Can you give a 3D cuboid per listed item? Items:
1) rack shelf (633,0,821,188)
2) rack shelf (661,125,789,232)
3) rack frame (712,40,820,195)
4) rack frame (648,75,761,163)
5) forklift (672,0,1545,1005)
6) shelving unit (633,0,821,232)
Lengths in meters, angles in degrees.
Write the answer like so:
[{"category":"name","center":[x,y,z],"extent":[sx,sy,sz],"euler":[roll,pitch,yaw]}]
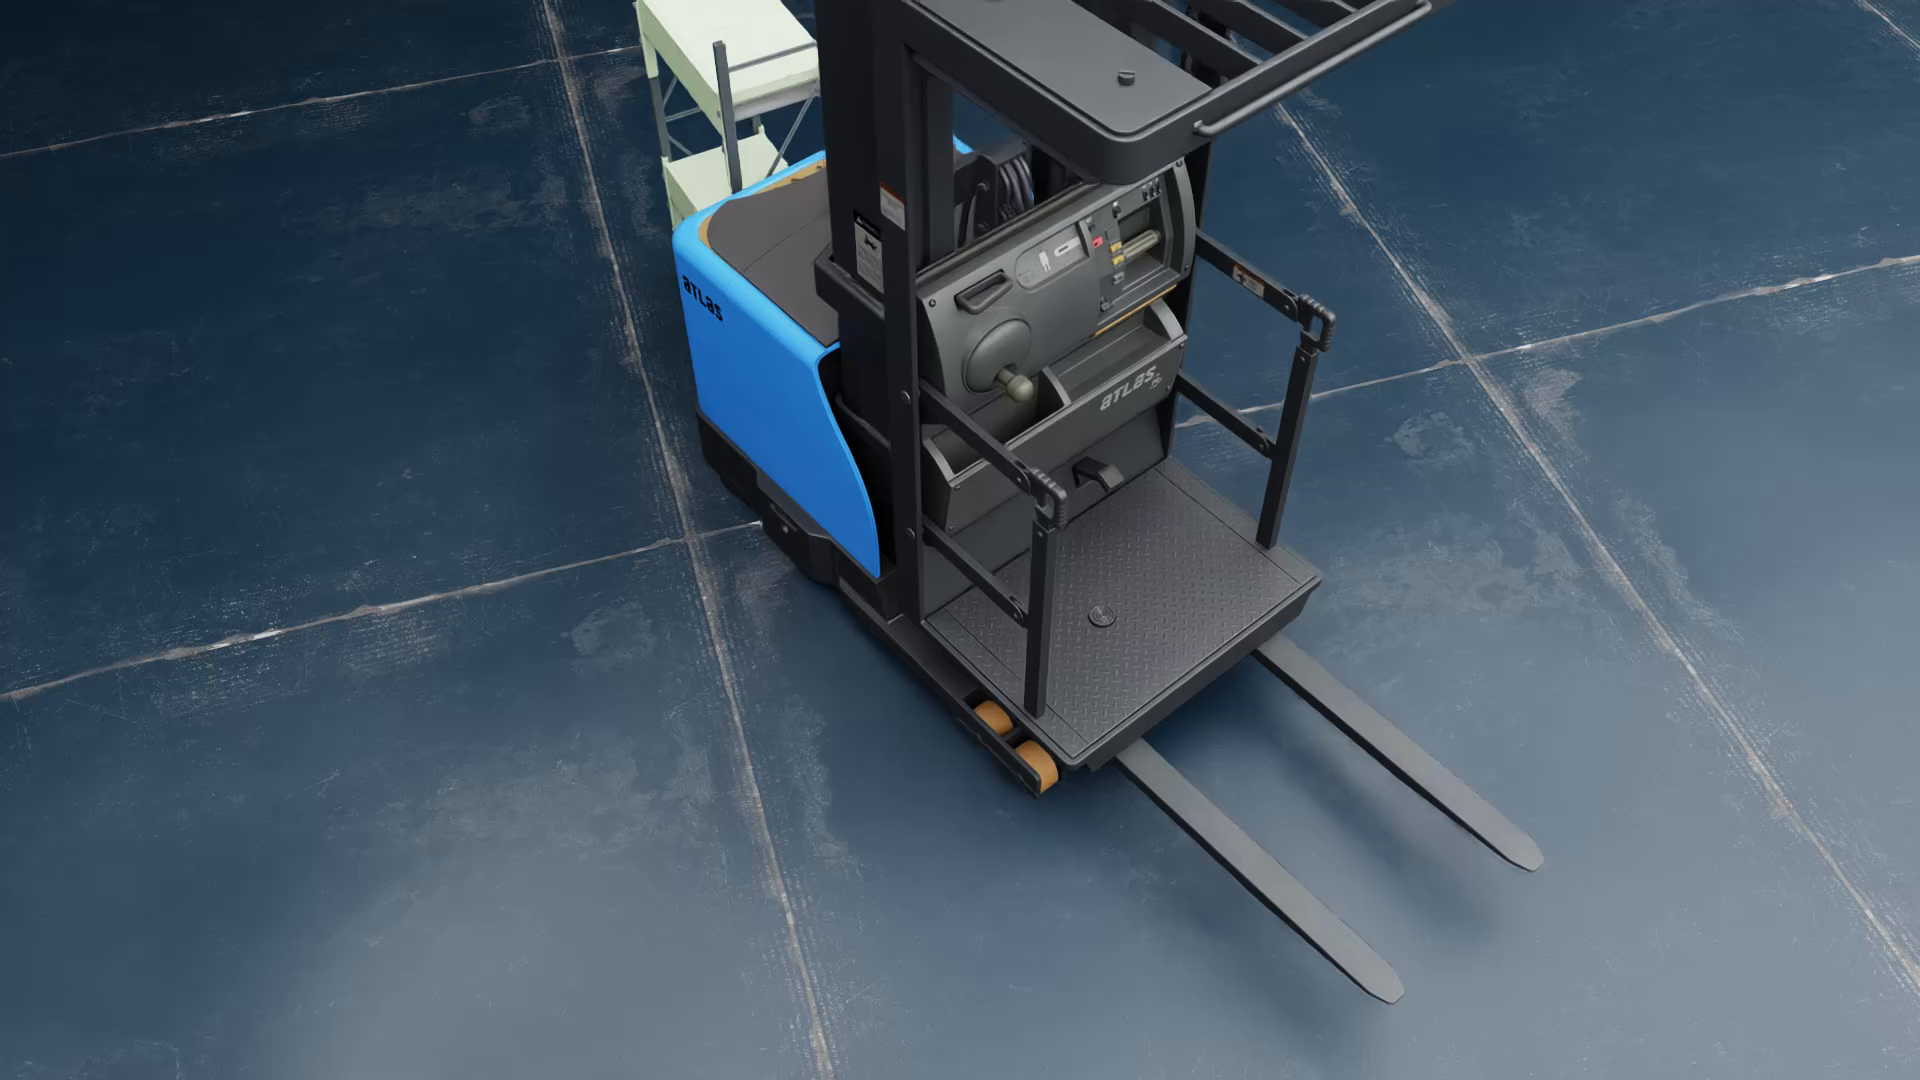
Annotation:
[{"category":"rack shelf","center":[-0.752,-1.595,5.603],"extent":[0.431,0.370,0.720],"euler":[-23,54,-18]},{"category":"rack shelf","center":[-0.752,-1.134,6.151],"extent":[0.431,0.370,0.720],"euler":[-23,54,-18]},{"category":"rack frame","center":[-0.575,-1.099,5.695],"extent":[0.400,1.500,0.023],"euler":[-23,54,-18]},{"category":"rack frame","center":[-0.930,-1.589,6.108],"extent":[0.400,1.500,0.023],"euler":[-23,54,-18]},{"category":"forklift","center":[0.420,-0.612,4.349],"extent":[1.130,2.935,3.031],"euler":[-33,57,-25]},{"category":"shelving unit","center":[-0.752,-1.344,5.902],"extent":[0.431,1.500,0.755],"euler":[-23,54,-18]}]
